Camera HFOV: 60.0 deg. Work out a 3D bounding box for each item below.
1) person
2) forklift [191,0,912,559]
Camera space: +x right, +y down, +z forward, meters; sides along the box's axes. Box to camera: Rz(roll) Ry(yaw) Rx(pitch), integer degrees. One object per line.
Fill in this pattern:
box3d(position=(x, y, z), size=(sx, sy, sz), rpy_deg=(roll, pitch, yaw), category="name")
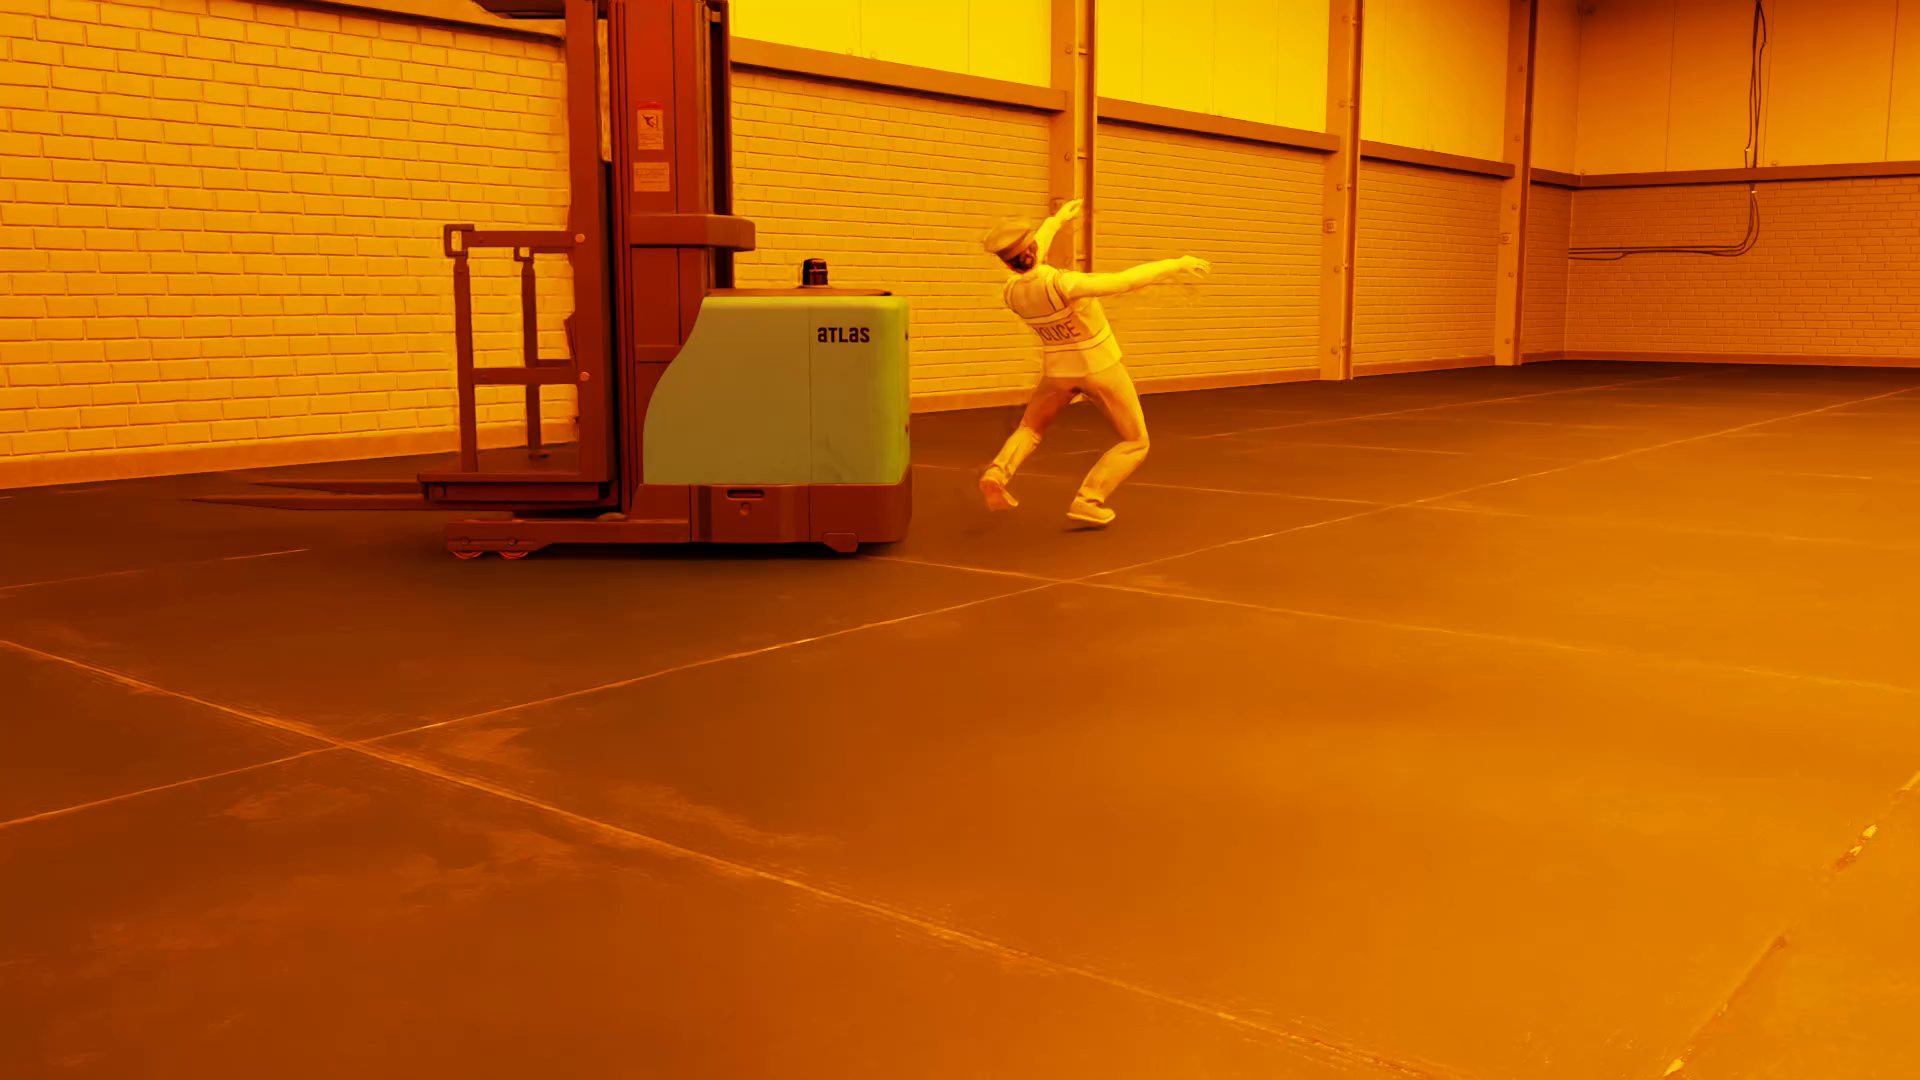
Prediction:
box3d(position=(0.594, -0.813, 7.613), size=(0.979, 1.511, 0.698), rpy_deg=(5, 10, 32), category="person")
box3d(position=(-1.744, -1.447, 7.171), size=(3.031, 2.935, 1.130), rpy_deg=(0, 8, 1), category="forklift")
